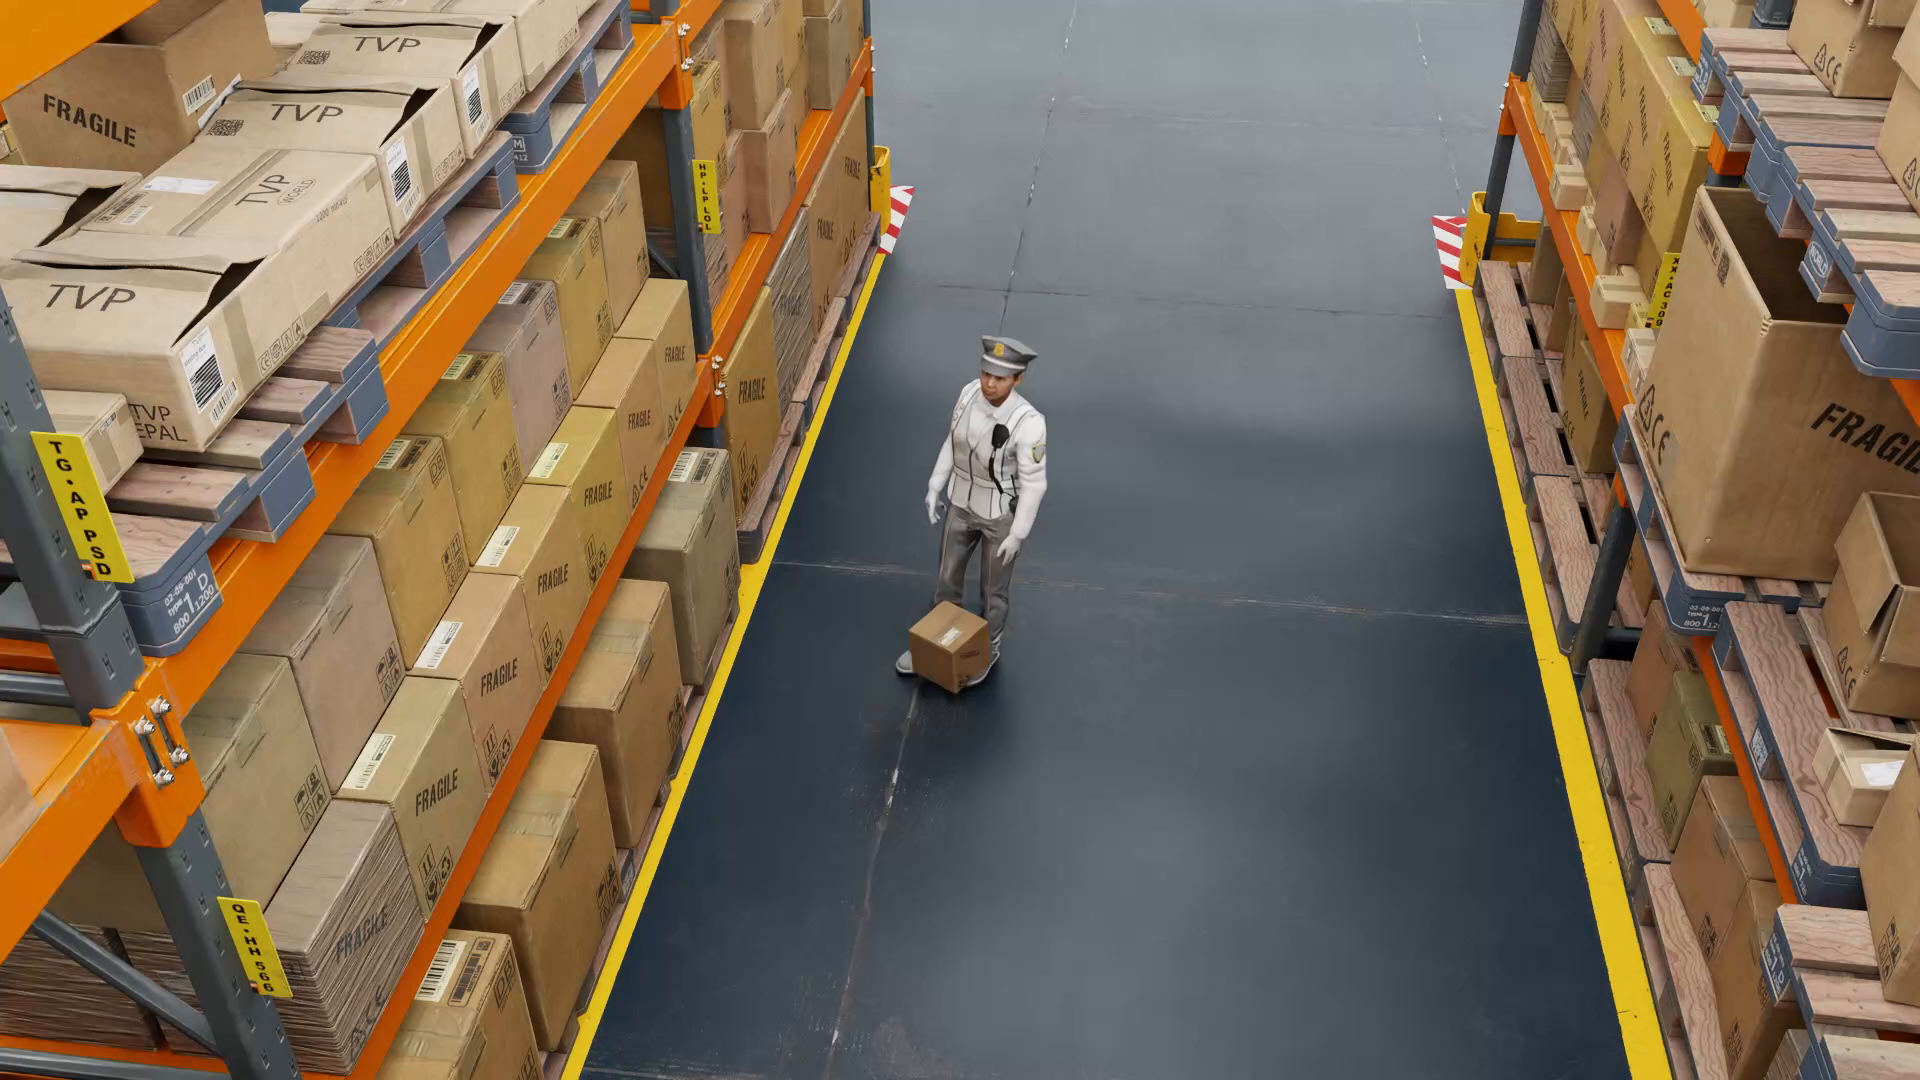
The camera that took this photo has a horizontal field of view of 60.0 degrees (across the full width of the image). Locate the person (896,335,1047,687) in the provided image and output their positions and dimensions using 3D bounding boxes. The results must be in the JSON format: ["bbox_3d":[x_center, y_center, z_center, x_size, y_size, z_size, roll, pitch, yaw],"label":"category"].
[{"bbox_3d":[0.069,-0.105,7.137,0.568,1.696,0.539,27,44,32],"label":"person"}]
